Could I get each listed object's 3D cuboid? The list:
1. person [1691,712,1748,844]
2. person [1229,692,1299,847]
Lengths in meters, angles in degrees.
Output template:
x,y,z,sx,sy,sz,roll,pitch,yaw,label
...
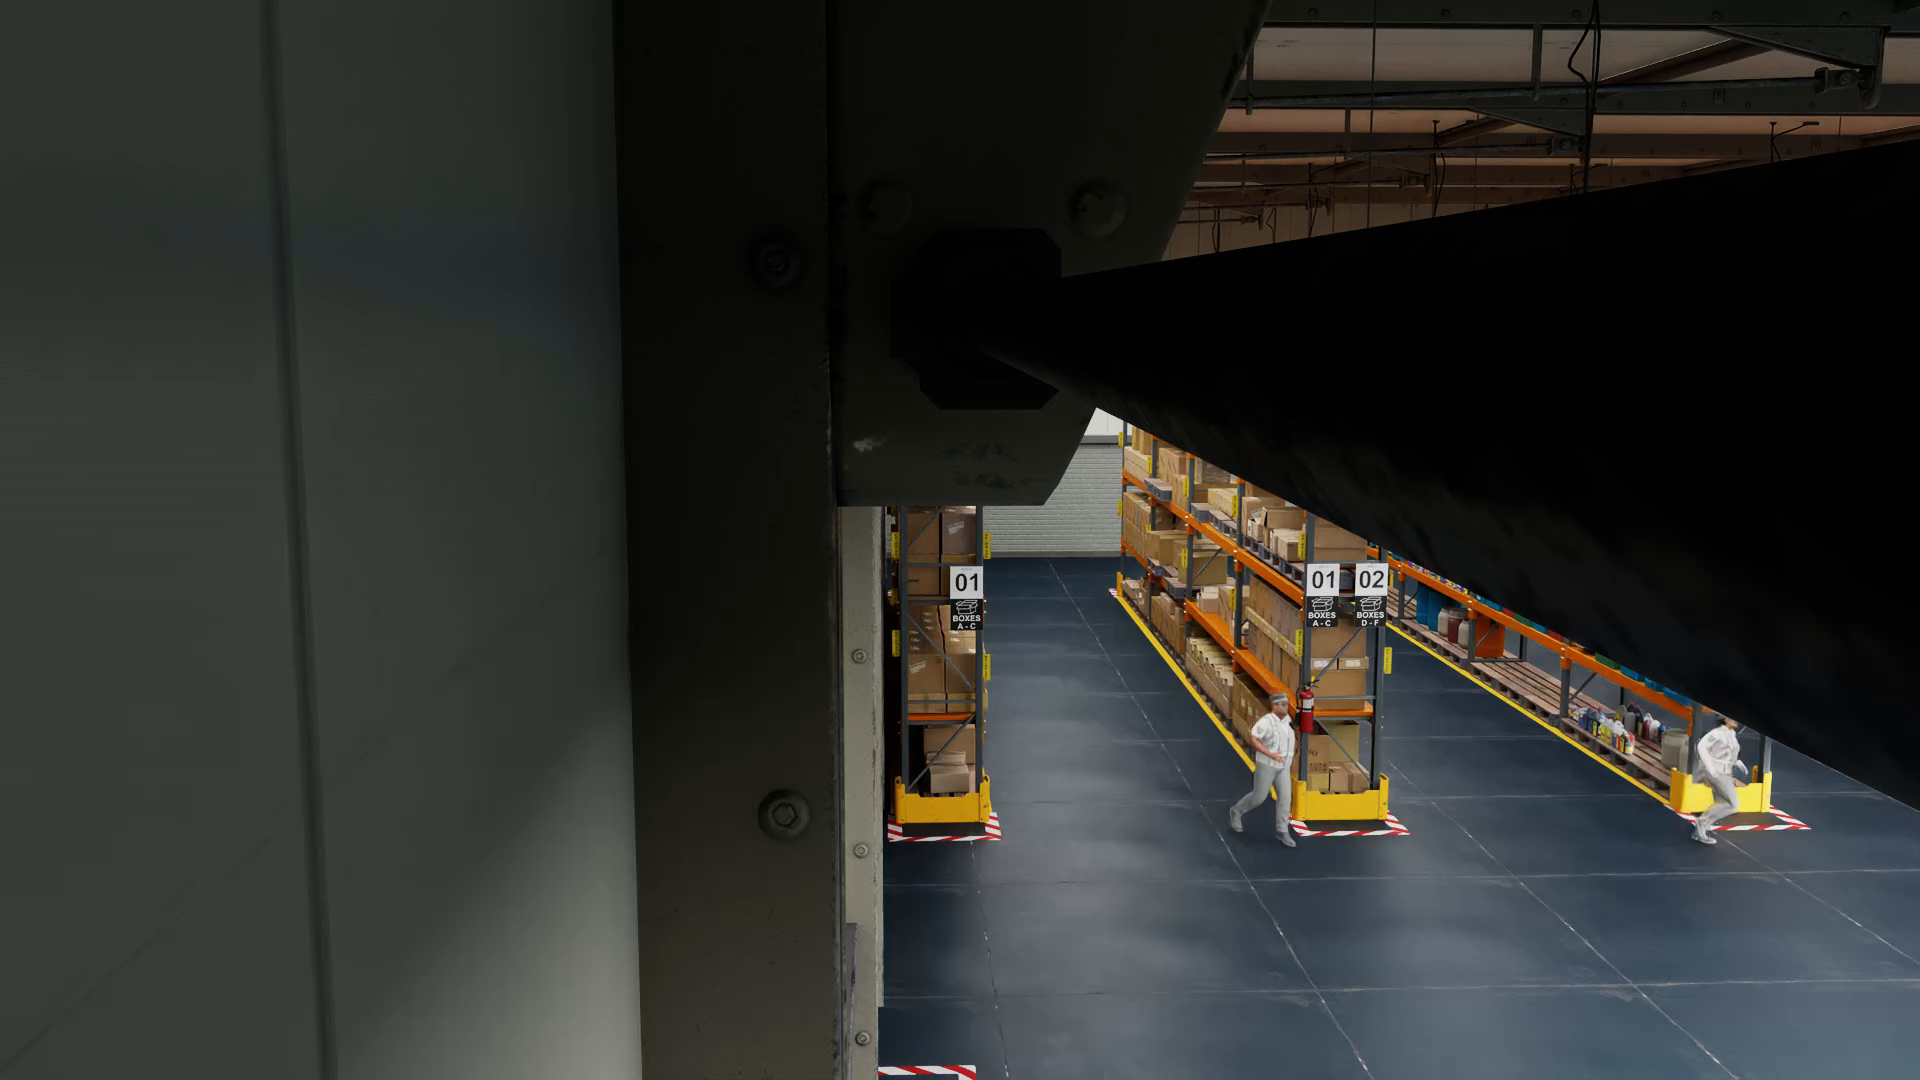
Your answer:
x,y,z,sx,sy,sz,roll,pitch,yaw,label
9.025,2.766,19.675,0.535,1.620,0.652,6,10,36,person
3.766,2.682,19.848,0.736,1.752,0.973,-5,10,-33,person
